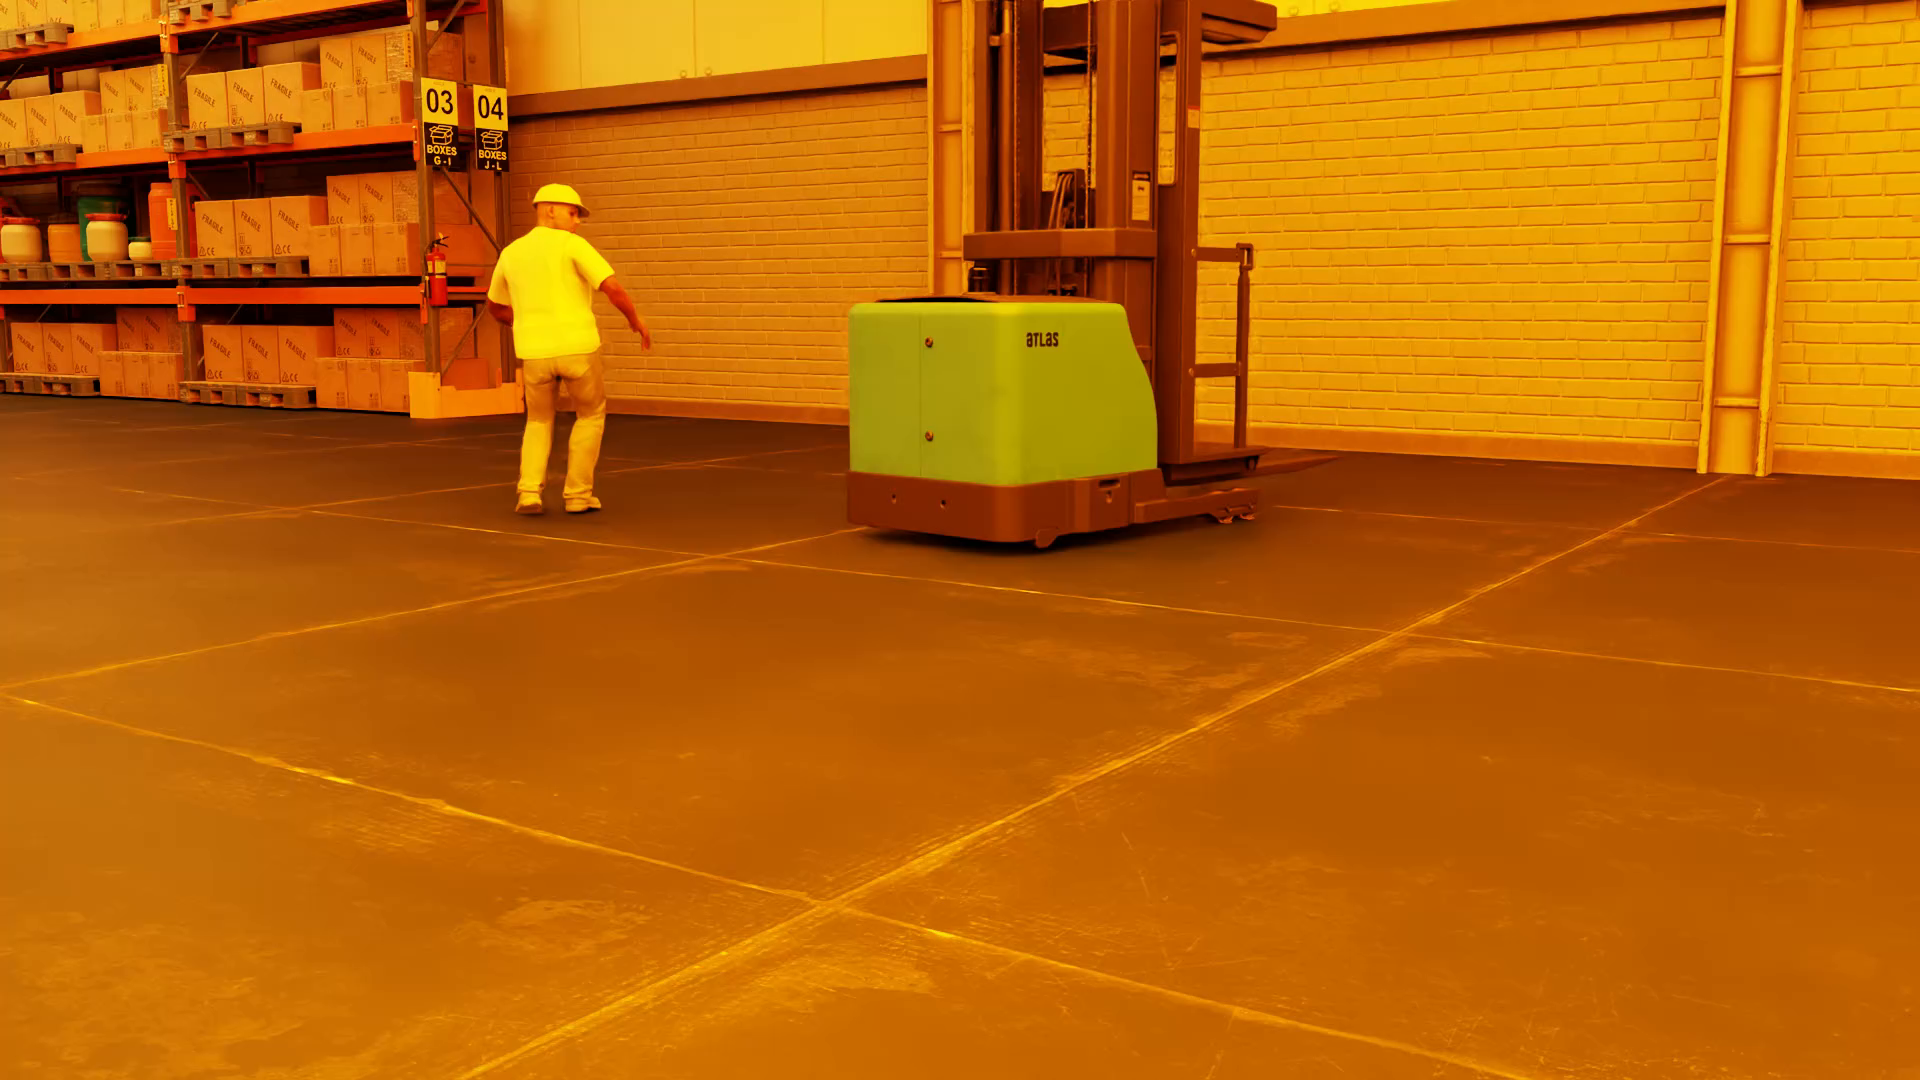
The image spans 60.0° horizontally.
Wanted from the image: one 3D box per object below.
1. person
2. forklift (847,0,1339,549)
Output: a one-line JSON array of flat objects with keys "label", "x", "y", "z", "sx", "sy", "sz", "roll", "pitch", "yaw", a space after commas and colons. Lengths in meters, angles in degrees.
[{"label": "person", "x": -2.011, "y": -0.975, "z": 8.536, "sx": 0.853, "sy": 1.673, "sz": 0.730, "roll": 1, "pitch": 8, "yaw": 9}, {"label": "forklift", "x": 0.847, "y": -1.570, "z": 8.234, "sx": 1.130, "sy": 2.935, "sz": 3.031, "roll": 7, "pitch": 11, "yaw": 42}]
